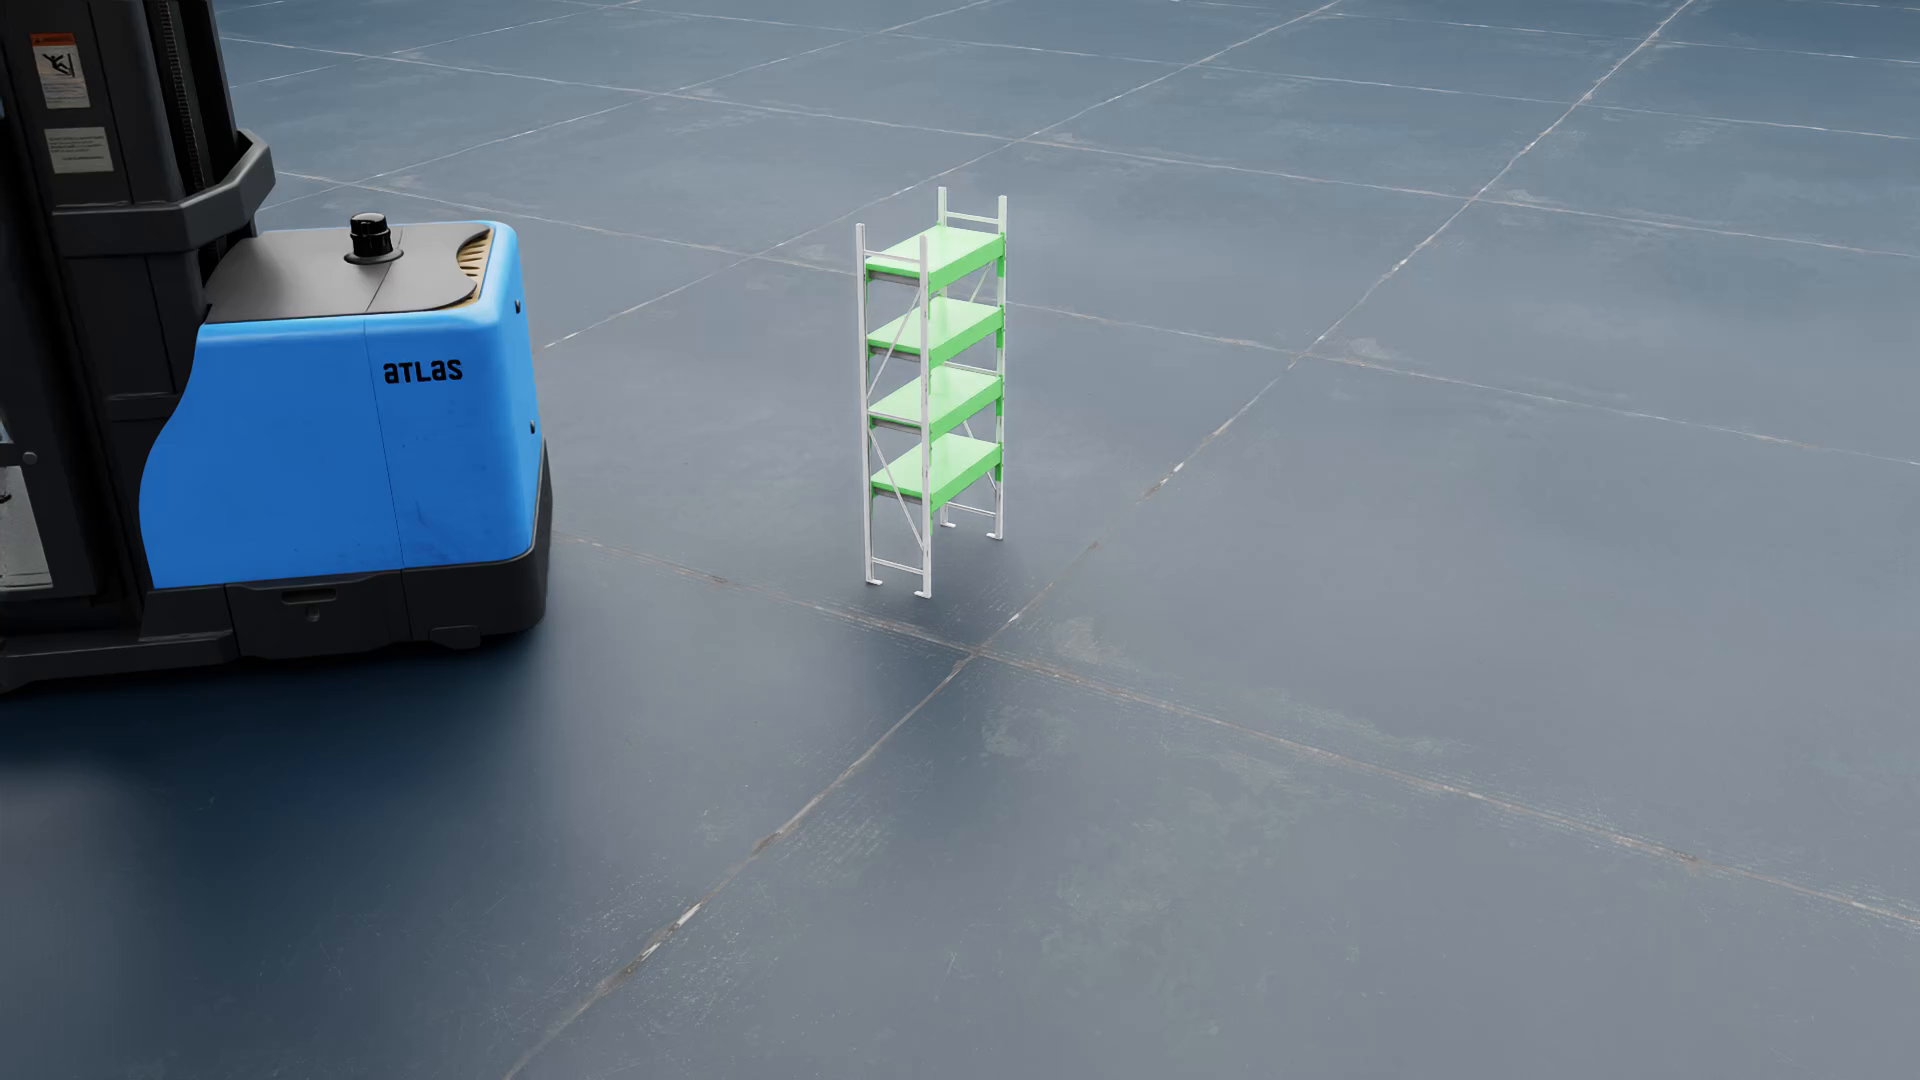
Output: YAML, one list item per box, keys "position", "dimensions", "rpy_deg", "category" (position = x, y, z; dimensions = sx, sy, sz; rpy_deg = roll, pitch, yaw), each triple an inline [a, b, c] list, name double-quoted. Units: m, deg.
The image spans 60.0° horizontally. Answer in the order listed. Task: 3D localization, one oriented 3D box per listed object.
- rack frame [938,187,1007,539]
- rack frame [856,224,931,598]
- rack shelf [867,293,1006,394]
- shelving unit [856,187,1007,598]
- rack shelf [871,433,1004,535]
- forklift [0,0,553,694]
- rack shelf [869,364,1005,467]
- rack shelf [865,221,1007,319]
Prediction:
- position: [0.039, -0.567, 5.543]
  dimensions: [0.240, 1.200, 0.015]
  rpy_deg: [14, 30, 26]
  category: "rack frame"
- position: [-0.201, -0.377, 5.163]
  dimensions: [0.240, 1.200, 0.015]
  rpy_deg: [14, 30, 26]
  category: "rack frame"
- position: [-0.081, -0.629, 5.274]
  dimensions: [0.258, 0.148, 0.480]
  rpy_deg: [14, 30, 26]
  category: "rack shelf"
- position: [-0.081, -0.472, 5.353]
  dimensions: [0.258, 1.200, 0.503]
  rpy_deg: [14, 30, 26]
  category: "shelving unit"
- position: [-0.081, -0.200, 5.489]
  dimensions: [0.258, 0.148, 0.480]
  rpy_deg: [14, 30, 26]
  category: "rack shelf"
- position: [-2.851, -1.080, 4.632]
  dimensions: [3.031, 2.935, 1.130]
  rpy_deg: [-5, 27, -9]
  category: "forklift"
- position: [-0.081, -0.415, 5.381]
  dimensions: [0.258, 0.148, 0.480]
  rpy_deg: [14, 30, 26]
  category: "rack shelf"
- position: [-0.081, -0.844, 5.166]
  dimensions: [0.258, 0.148, 0.480]
  rpy_deg: [14, 30, 26]
  category: "rack shelf"
